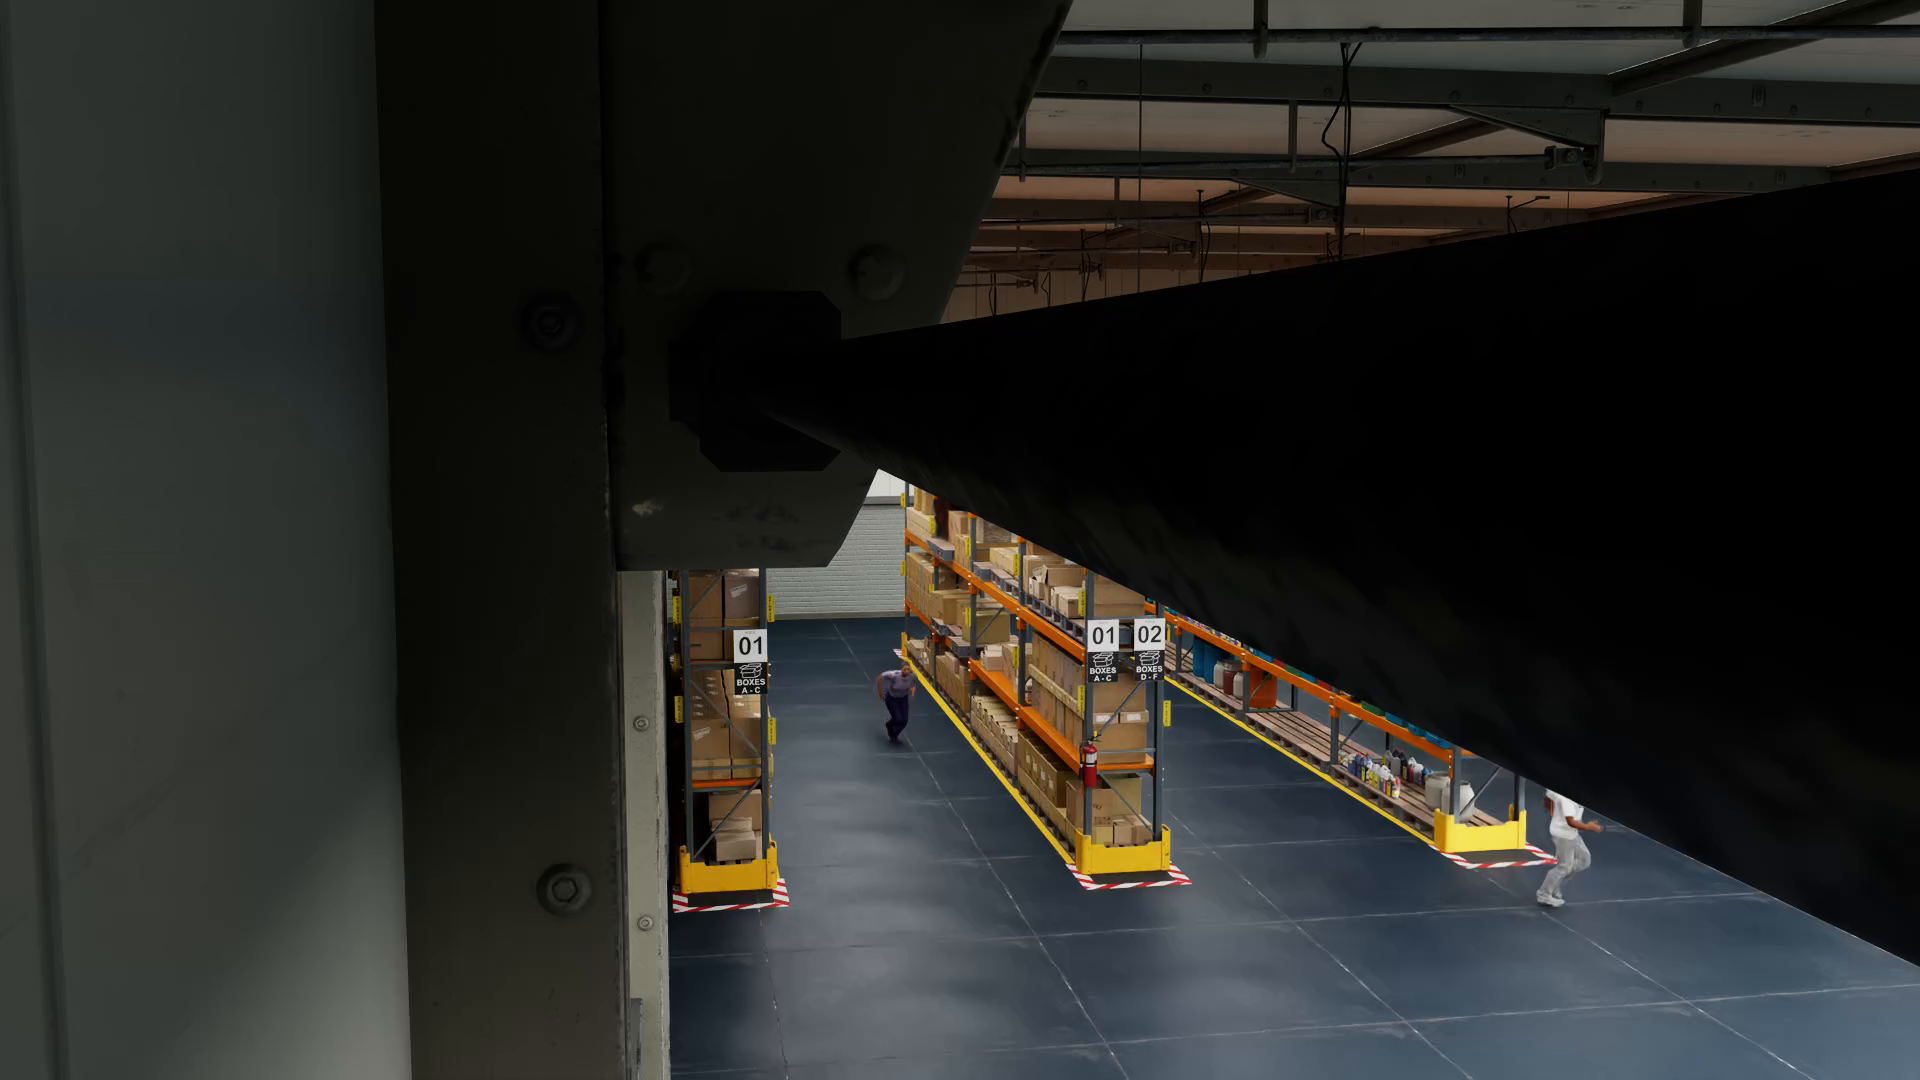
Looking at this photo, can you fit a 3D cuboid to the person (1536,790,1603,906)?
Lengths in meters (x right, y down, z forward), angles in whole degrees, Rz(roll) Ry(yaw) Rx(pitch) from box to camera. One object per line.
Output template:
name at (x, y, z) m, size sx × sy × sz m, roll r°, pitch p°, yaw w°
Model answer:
person at (7.157, 3.440, 19.511) m, size 0.700 × 1.716 × 0.682 m, roll 2°, pitch 6°, yaw 18°

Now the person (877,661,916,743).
person at (-1.054, 2.729, 27.829) m, size 0.633 × 1.463 × 0.796 m, roll -3°, pitch 7°, yaw -28°
